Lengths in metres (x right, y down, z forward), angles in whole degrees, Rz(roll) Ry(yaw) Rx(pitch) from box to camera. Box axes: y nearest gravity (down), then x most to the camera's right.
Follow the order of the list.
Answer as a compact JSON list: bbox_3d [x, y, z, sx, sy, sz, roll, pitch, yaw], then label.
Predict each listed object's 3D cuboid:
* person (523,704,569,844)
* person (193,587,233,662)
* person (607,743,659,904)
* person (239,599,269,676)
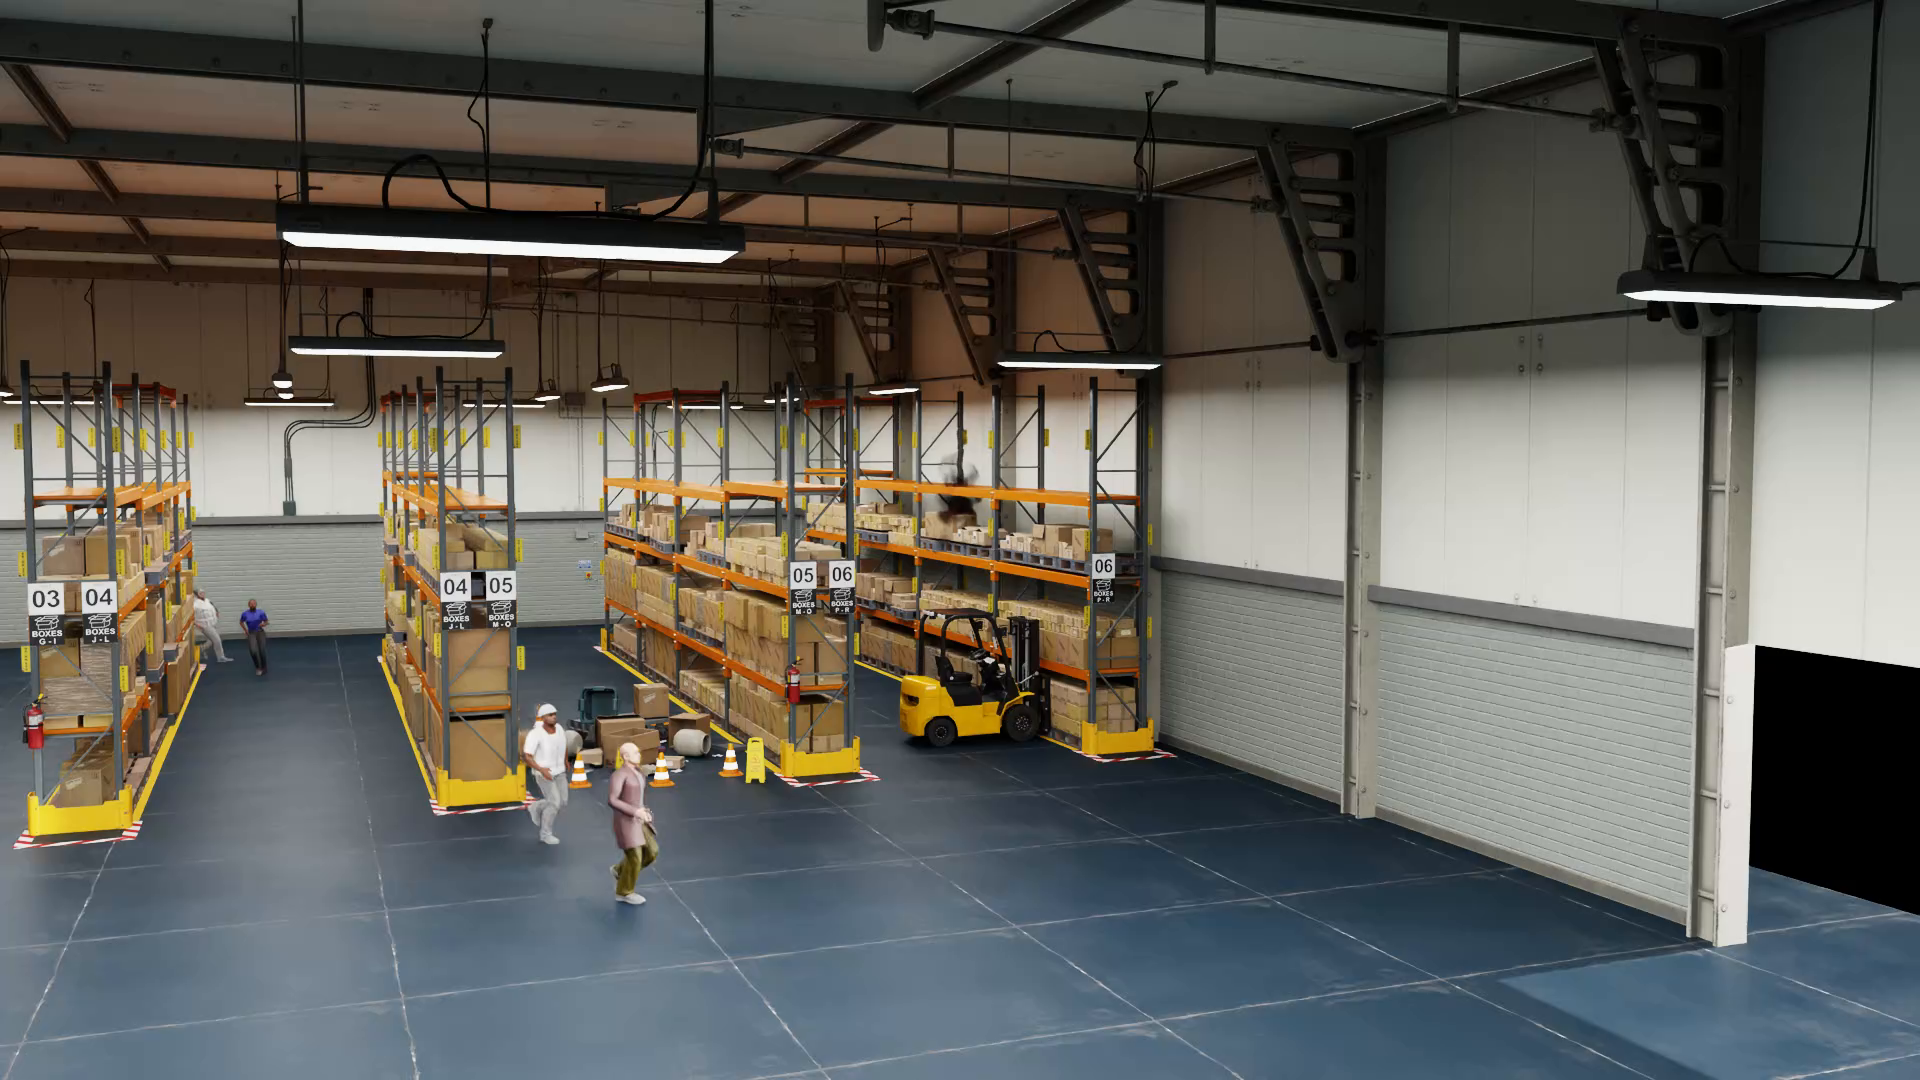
[{"bbox_3d":[-5.165,2.899,20.743,0.654,1.738,0.716,2,4,32],"label":"person"},{"bbox_3d":[-16.793,1.897,37.216,0.863,1.713,0.725,0,3,5],"label":"person"},{"bbox_3d":[-3.548,3.052,17.923,0.630,1.743,0.716,1,4,16],"label":"person"},{"bbox_3d":[-14.969,2.076,35.294,0.581,1.661,0.660,-2,4,-24],"label":"person"}]
